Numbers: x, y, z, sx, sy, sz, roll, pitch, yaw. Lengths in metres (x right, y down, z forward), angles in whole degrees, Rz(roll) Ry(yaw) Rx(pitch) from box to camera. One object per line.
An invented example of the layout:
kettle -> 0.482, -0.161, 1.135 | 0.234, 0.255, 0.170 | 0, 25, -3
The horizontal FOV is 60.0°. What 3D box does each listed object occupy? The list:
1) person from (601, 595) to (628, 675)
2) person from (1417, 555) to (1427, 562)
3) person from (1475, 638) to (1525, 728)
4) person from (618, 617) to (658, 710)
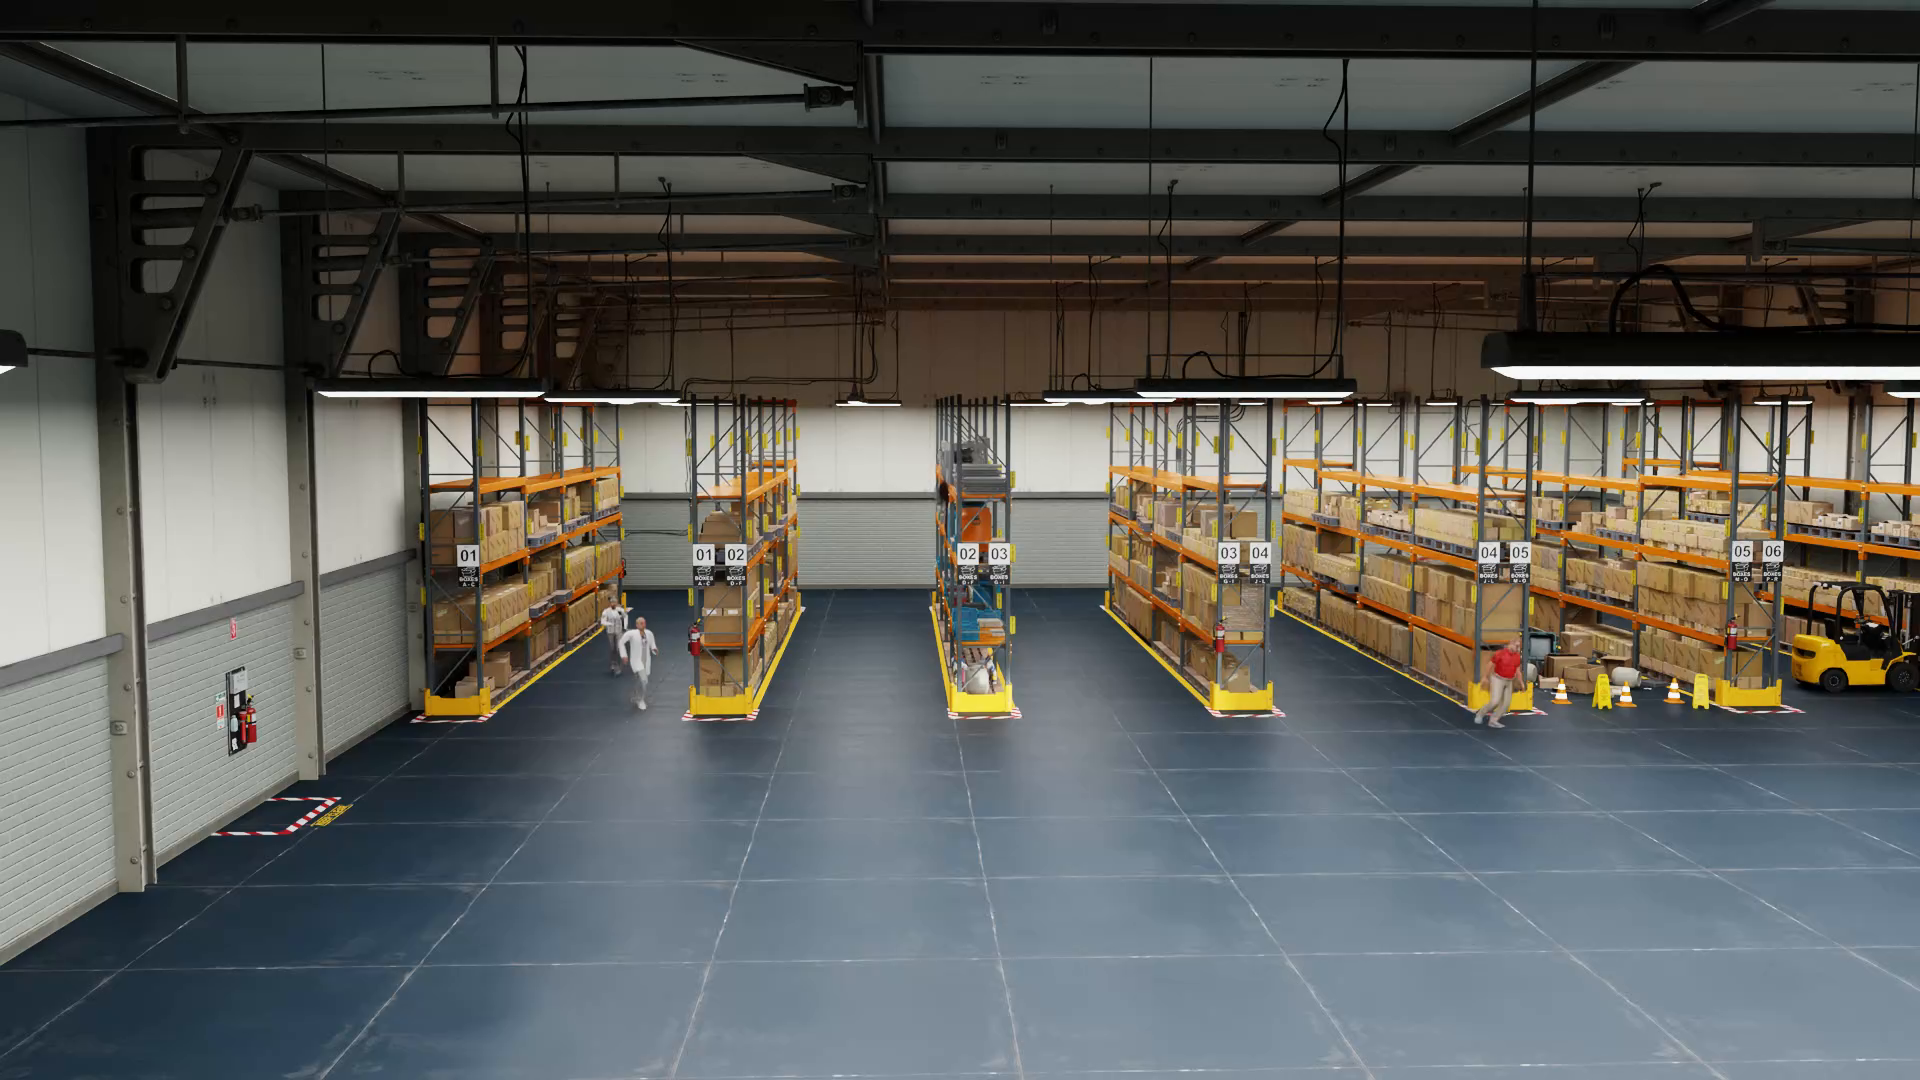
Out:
person -> -7.479, 2.053, 35.983 | 0.547, 1.738, 0.812 | -1, 5, -8
person -> 14.190, 0.775, 51.156 | 0.991, 1.769, 0.663 | -2, 5, -23
person -> 9.676, 2.548, 29.775 | 0.799, 1.648, 0.634 | -2, 5, -22
person -> -6.115, 2.363, 31.752 | 0.676, 1.791, 0.886 | -4, 6, -44
